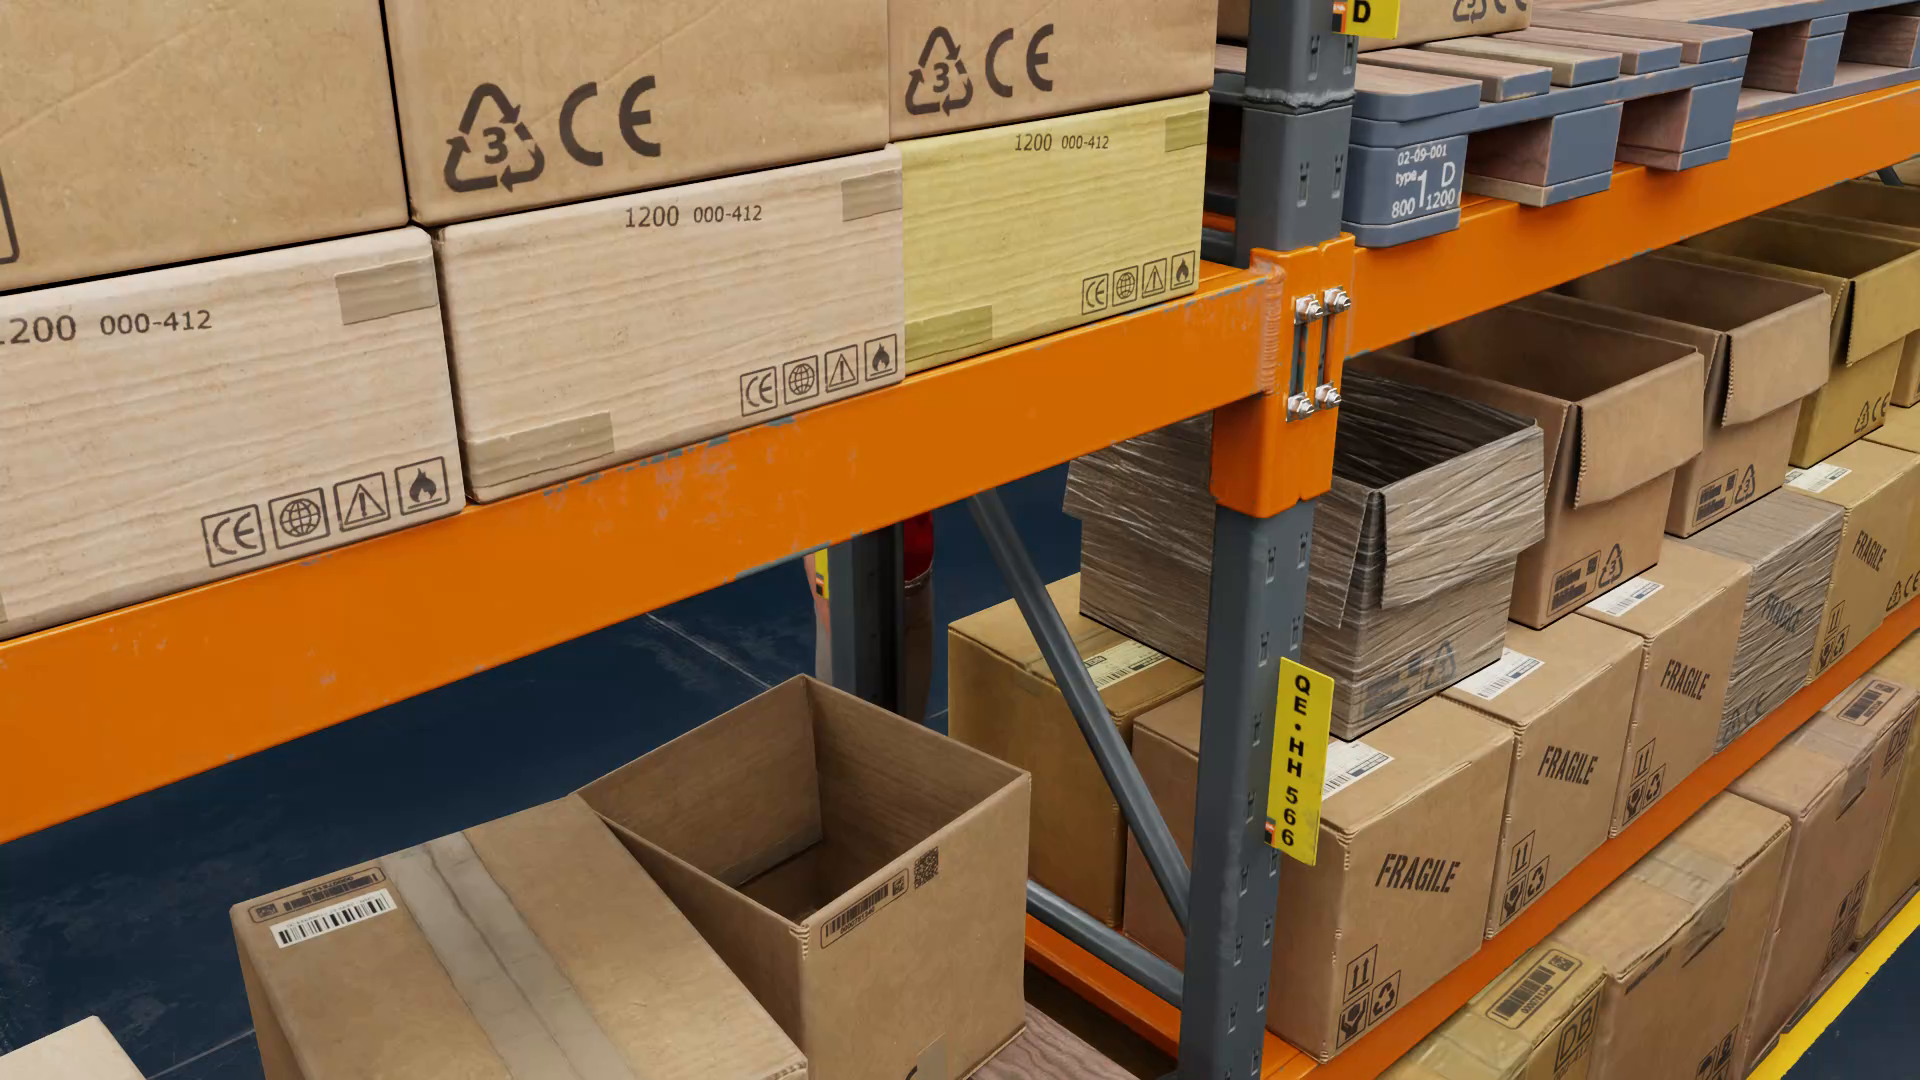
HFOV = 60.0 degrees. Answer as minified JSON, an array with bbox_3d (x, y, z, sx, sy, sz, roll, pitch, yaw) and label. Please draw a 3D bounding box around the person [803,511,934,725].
[{"bbox_3d":[-0.263,0.235,5.571,0.567,1.733,0.377,-21,31,-38],"label":"person"}]
